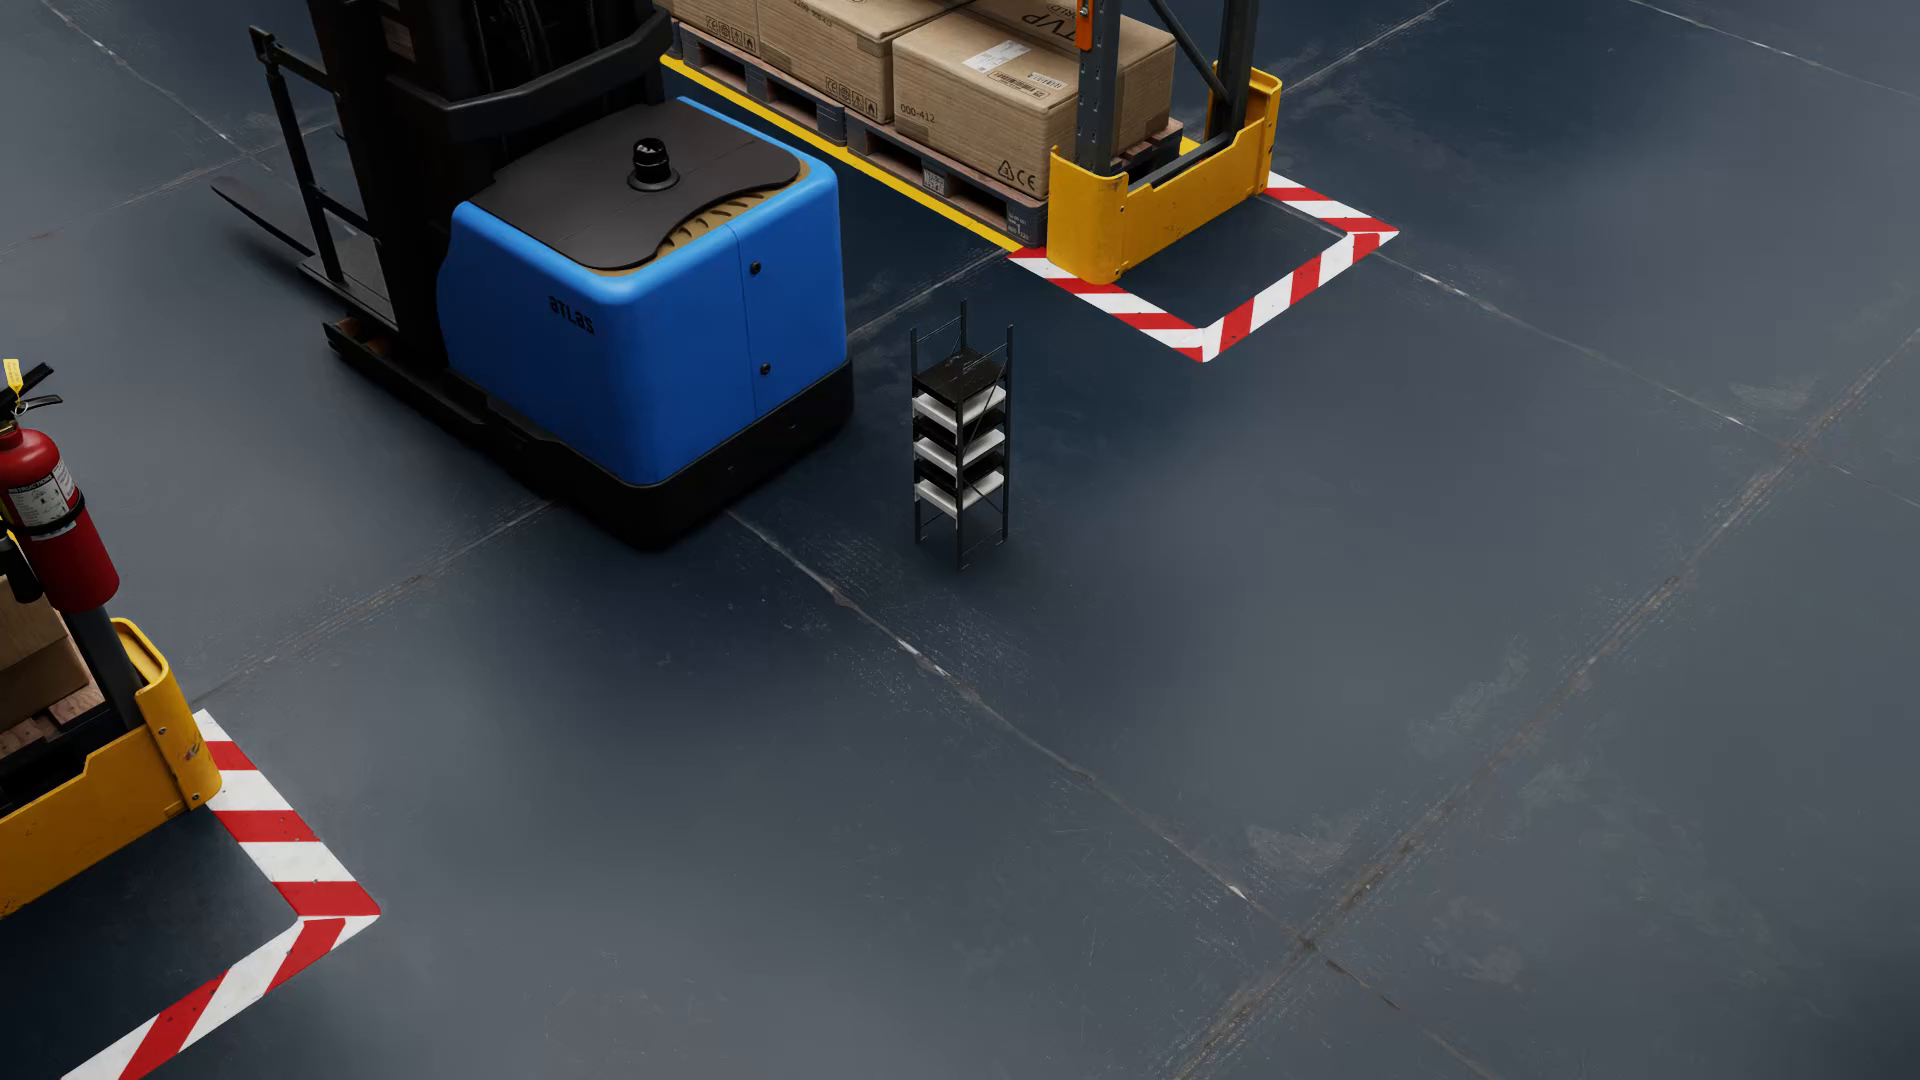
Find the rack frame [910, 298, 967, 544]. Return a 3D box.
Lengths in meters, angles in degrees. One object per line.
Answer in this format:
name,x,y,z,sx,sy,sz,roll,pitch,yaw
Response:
rack frame,-0.066,-0.375,5.493,0.240,0.900,0.006,-34,53,-31

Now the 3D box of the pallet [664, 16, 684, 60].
pallet,-1.486,-3.007,8.848,1.003,0.211,1.213,-34,53,-31

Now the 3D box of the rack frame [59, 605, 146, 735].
rack frame,-2.655,-0.131,3.681,1.000,3.000,0.127,-34,53,-31

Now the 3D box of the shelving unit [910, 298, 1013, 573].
shelving unit,0.006,-0.327,5.440,0.258,0.900,0.210,-34,53,-31

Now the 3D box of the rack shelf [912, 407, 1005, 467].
rack shelf,0.006,-0.368,5.402,0.258,0.077,0.200,-34,53,-31

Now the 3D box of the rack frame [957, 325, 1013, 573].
rack frame,0.078,-0.278,5.388,0.240,0.900,0.006,-34,53,-31

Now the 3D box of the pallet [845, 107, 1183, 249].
pallet,0.237,-1.834,7.579,1.003,0.211,1.213,-34,53,-31

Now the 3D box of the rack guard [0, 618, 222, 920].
rack guard,-2.708,0.751,4.569,1.175,0.500,0.348,-34,53,-31

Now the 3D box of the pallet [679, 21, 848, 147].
pallet,-0.620,-2.420,8.214,1.003,0.211,1.213,-34,53,-31

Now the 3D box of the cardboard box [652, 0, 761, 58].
cardboard box,-0.968,-2.864,8.217,0.875,0.438,0.875,33,52,30

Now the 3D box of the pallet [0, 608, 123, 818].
pallet,-3.272,0.474,5.081,1.003,0.211,1.213,-34,53,-31

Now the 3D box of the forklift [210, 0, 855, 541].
forklift,-1.834,-1.933,5.682,3.031,2.935,1.130,31,51,29

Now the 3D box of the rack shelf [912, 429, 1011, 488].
rack shelf,0.006,-0.302,5.463,0.258,0.077,0.200,-34,53,-31

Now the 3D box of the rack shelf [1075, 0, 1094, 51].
rack shelf,-0.555,-3.208,7.542,1.077,0.370,4.000,-34,53,-31

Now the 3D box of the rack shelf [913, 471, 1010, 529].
rack shelf,0.006,-0.170,5.585,0.258,0.077,0.200,-34,53,-31

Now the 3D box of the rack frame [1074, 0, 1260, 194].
rack frame,0.857,-2.512,6.258,1.000,3.000,0.127,-34,53,-31

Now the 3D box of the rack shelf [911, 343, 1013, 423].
rack shelf,0.006,-0.500,5.280,0.258,0.077,0.200,-34,53,-31

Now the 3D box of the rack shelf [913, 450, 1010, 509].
rack shelf,0.006,-0.236,5.524,0.258,0.077,0.200,-34,53,-31

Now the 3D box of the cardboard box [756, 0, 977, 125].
cardboard box,-0.332,-2.430,7.748,0.875,0.438,0.875,-33,52,-30

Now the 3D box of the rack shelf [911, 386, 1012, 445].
rack shelf,0.006,-0.434,5.341,0.258,0.077,0.200,-34,53,-31

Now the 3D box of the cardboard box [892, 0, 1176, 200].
cardboard box,0.320,-1.994,7.276,0.875,0.438,0.875,32,52,30

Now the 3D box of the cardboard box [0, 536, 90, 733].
cardboard box,-3.020,0.292,4.753,0.637,0.503,0.797,32,52,30

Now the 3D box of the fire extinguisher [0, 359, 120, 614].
fire extinguisher,-2.224,-0.116,3.997,0.296,0.674,0.183,-34,53,-31

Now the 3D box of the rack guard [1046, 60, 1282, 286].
rack guard,0.874,-1.582,7.094,1.175,0.500,0.348,-34,53,-31
